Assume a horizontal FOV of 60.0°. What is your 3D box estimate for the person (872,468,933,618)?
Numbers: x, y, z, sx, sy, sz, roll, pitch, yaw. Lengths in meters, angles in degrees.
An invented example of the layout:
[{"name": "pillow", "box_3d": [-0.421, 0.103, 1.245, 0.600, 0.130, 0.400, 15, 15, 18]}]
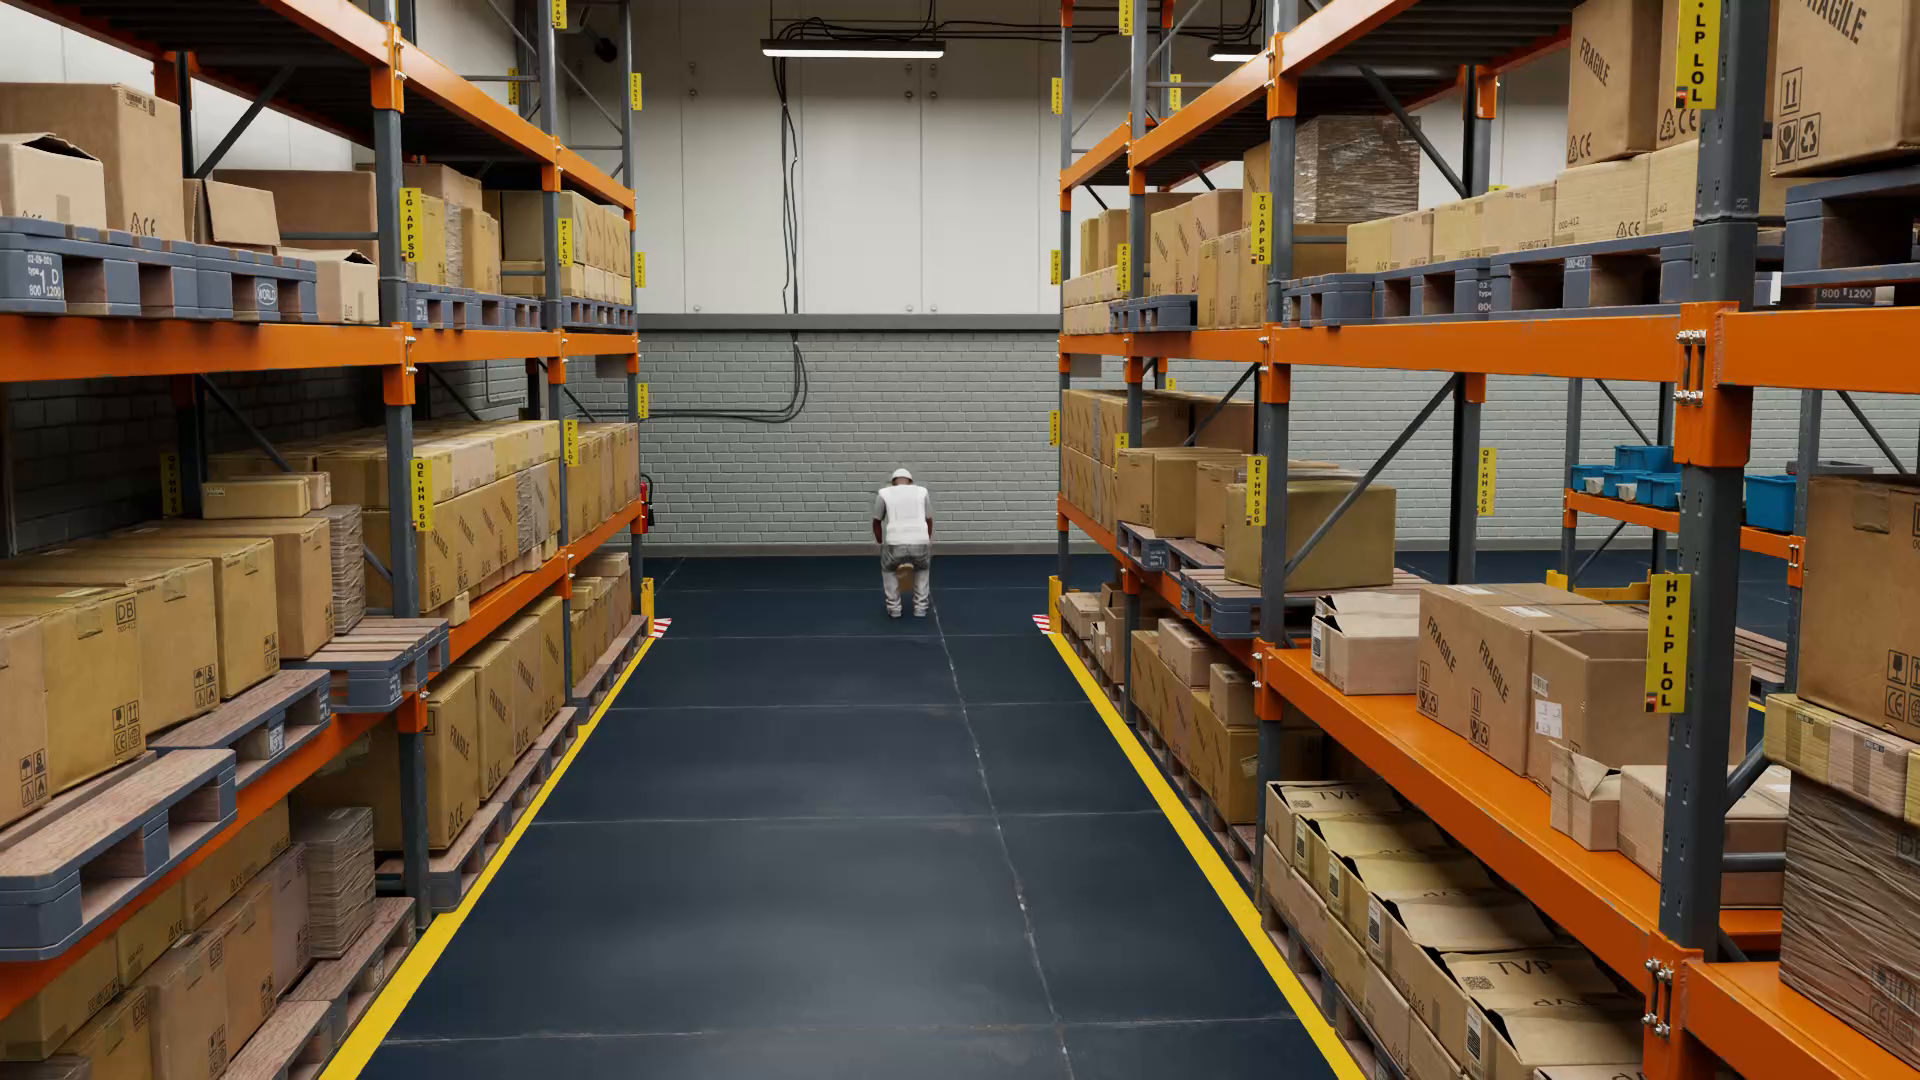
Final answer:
[{"name": "person", "box_3d": [-0.574, 0.029, 16.745, 0.609, 1.470, 0.737, 0, 7, -3]}]
